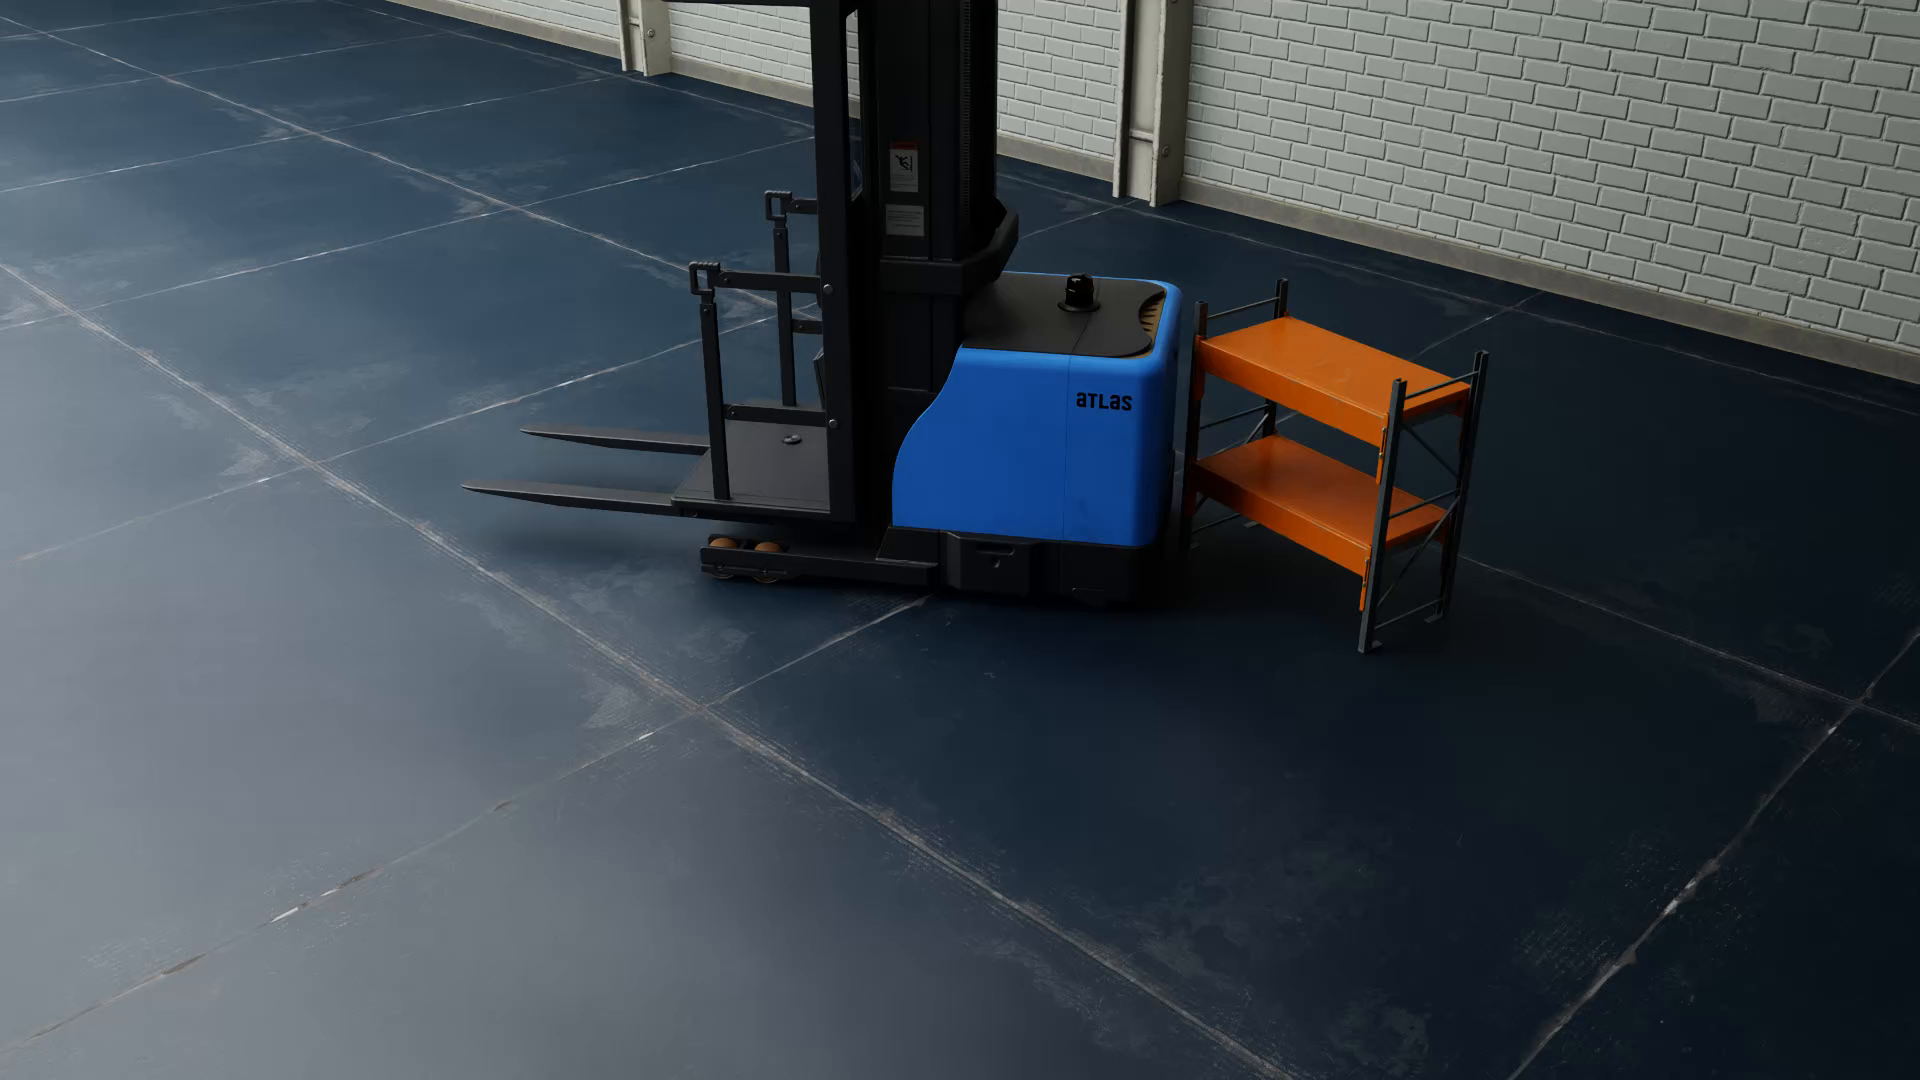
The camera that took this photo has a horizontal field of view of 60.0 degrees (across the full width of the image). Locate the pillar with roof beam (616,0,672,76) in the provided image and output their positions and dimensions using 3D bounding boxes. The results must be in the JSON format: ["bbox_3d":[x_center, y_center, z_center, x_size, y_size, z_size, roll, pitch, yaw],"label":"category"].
[{"bbox_3d":[-5.955,-6.972,10.840,0.400,9.000,9.100,25,36,38],"label":"pillar with roof beam"}]

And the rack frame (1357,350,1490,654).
[{"bbox_3d":[1.749,-0.133,6.294,0.500,1.125,0.032,-19,33,-31],"label":"rack frame"}]

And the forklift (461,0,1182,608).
[{"bbox_3d":[-0.619,-1.353,6.674,3.031,2.935,1.130,5,28,10],"label":"forklift"}]

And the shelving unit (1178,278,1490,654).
[{"bbox_3d":[1.450,-0.324,6.657,0.538,1.125,1.048,-19,33,-31],"label":"shelving unit"}]

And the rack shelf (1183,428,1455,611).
[{"bbox_3d":[1.450,-0.107,6.771,0.538,0.278,1.000,-19,33,-31],"label":"rack shelf"}]

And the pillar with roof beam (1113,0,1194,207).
[{"bbox_3d":[-1.676,-5.014,7.117,0.400,9.000,9.100,25,36,38],"label":"pillar with roof beam"}]

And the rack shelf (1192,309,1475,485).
[{"bbox_3d":[1.450,-0.583,6.521,0.538,0.278,1.000,-19,33,-31],"label":"rack shelf"}]

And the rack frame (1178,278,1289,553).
[{"bbox_3d":[1.150,-0.515,7.020,0.500,1.125,0.032,-19,33,-31],"label":"rack frame"}]
